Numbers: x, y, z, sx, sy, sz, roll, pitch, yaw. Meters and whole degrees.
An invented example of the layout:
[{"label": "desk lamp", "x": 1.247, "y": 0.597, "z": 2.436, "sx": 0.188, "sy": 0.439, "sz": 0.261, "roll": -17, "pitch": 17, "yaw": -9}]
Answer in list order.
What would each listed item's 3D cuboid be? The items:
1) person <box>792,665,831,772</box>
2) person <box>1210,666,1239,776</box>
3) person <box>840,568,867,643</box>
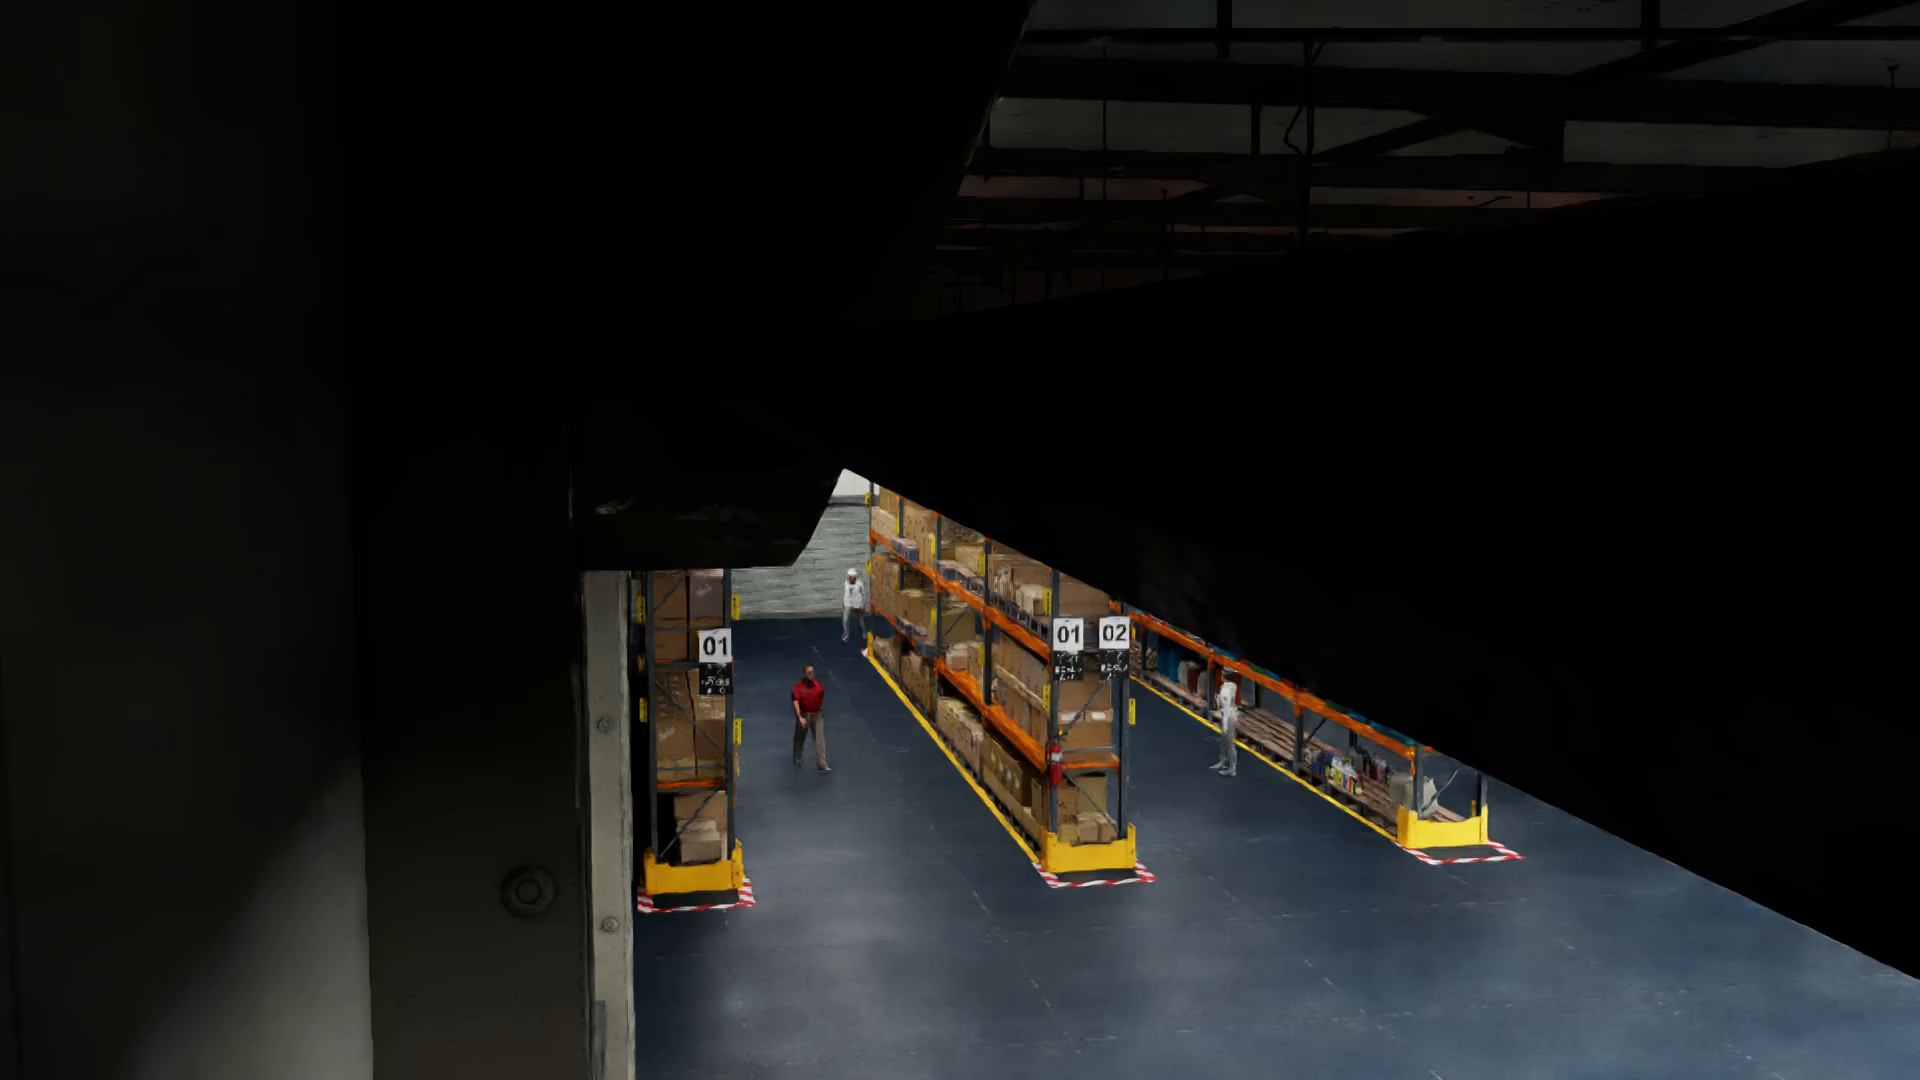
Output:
[{"label": "person", "x": -2.374, "y": 2.773, "z": 26.041, "sx": 0.536, "sy": 1.659, "sz": 1.037, "roll": -2, "pitch": 6, "yaw": -20}, {"label": "person", "x": 4.112, "y": 2.793, "z": 25.828, "sx": 0.463, "sy": 1.677, "sz": 0.524, "roll": 2, "pitch": 6, "yaw": 20}, {"label": "person", "x": -2.423, "y": 1.453, "z": 38.337, "sx": 0.574, "sy": 1.668, "sz": 0.805, "roll": 1, "pitch": 6, "yaw": 10}]
